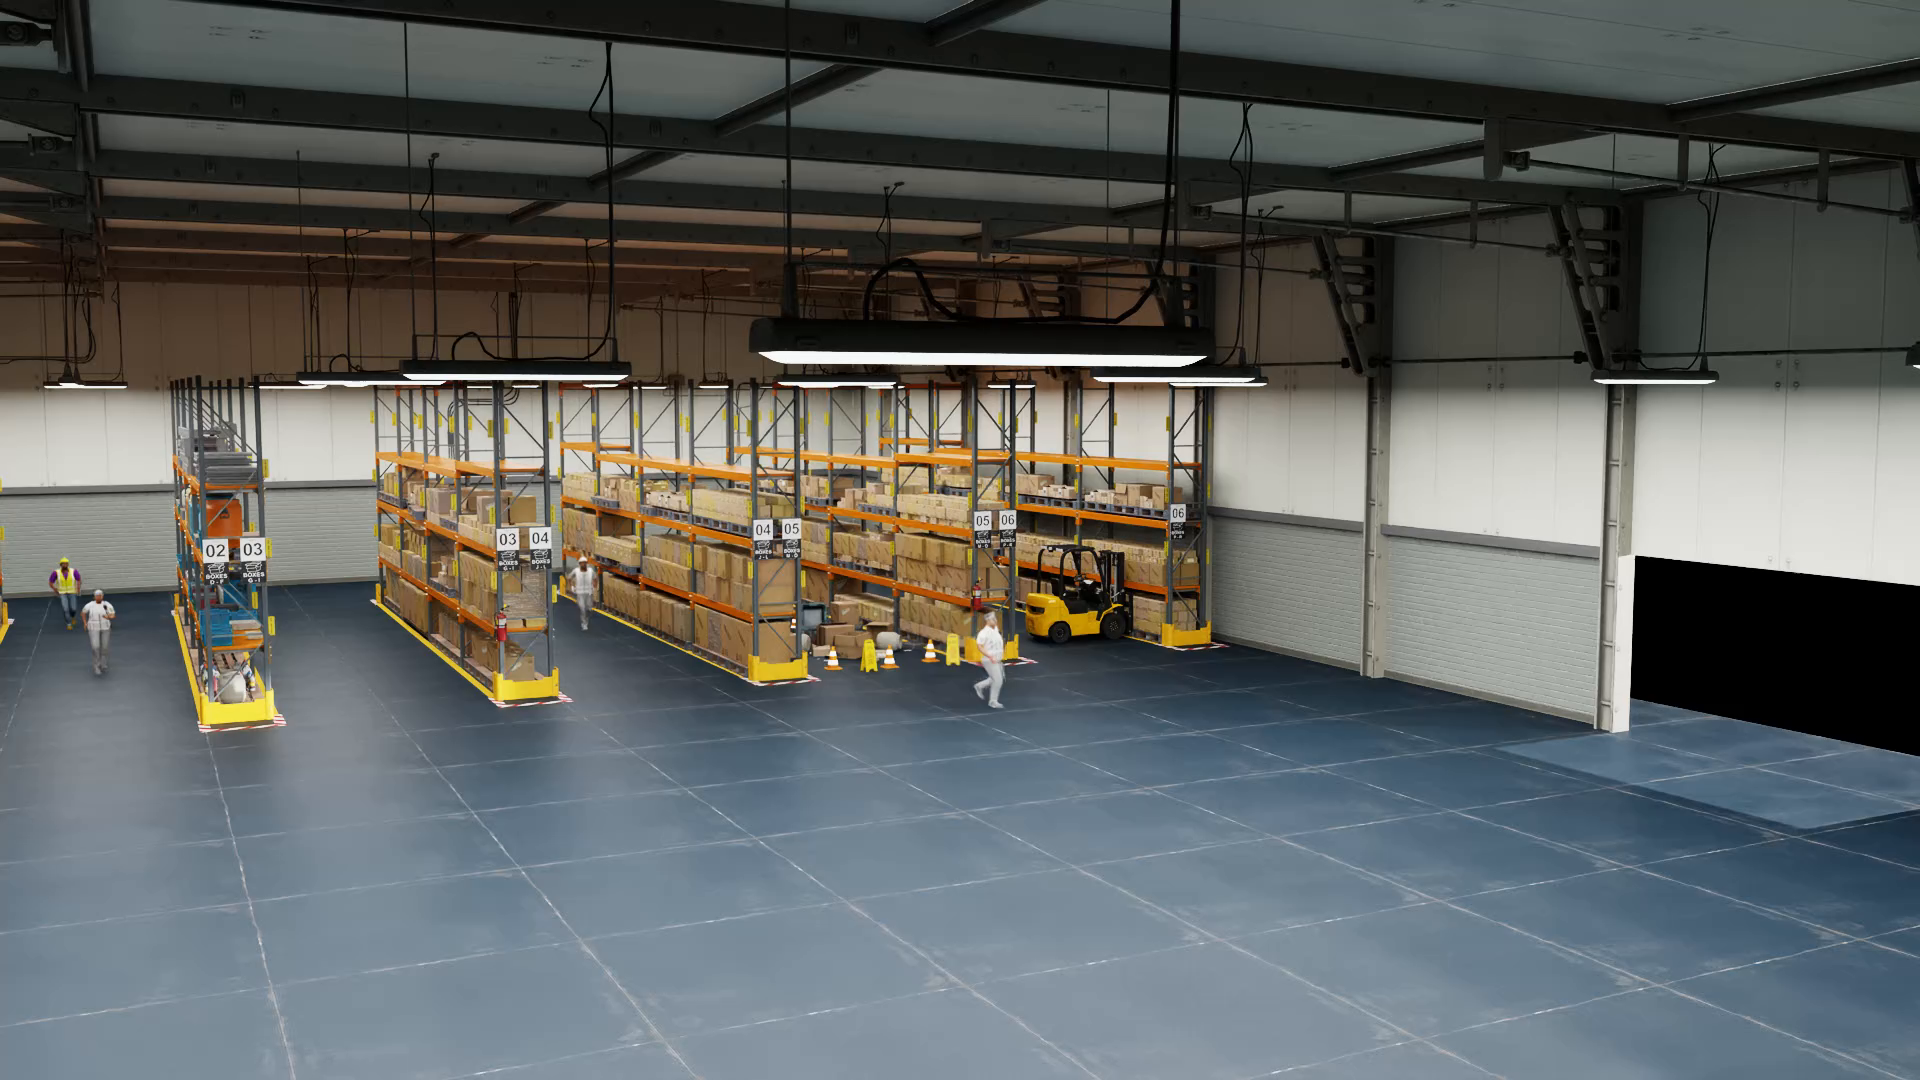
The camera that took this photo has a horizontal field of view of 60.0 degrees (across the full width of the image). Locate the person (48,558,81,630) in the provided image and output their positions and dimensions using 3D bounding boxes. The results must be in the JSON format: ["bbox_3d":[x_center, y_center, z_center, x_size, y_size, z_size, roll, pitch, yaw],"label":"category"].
[{"bbox_3d":[-21.611,1.293,40.172,0.708,1.734,0.588,-3,6,-33],"label":"person"}]

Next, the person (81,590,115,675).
[{"bbox_3d":[-17.595,1.874,34.002,0.580,1.728,0.767,-4,6,-37],"label":"person"}]

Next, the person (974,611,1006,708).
[{"bbox_3d":[0.530,2.166,30.324,0.635,1.766,0.658,3,6,26],"label":"person"}]

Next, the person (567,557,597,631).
[{"bbox_3d":[-9.090,1.280,40.090,0.708,1.757,0.749,-2,6,-24],"label":"person"}]
